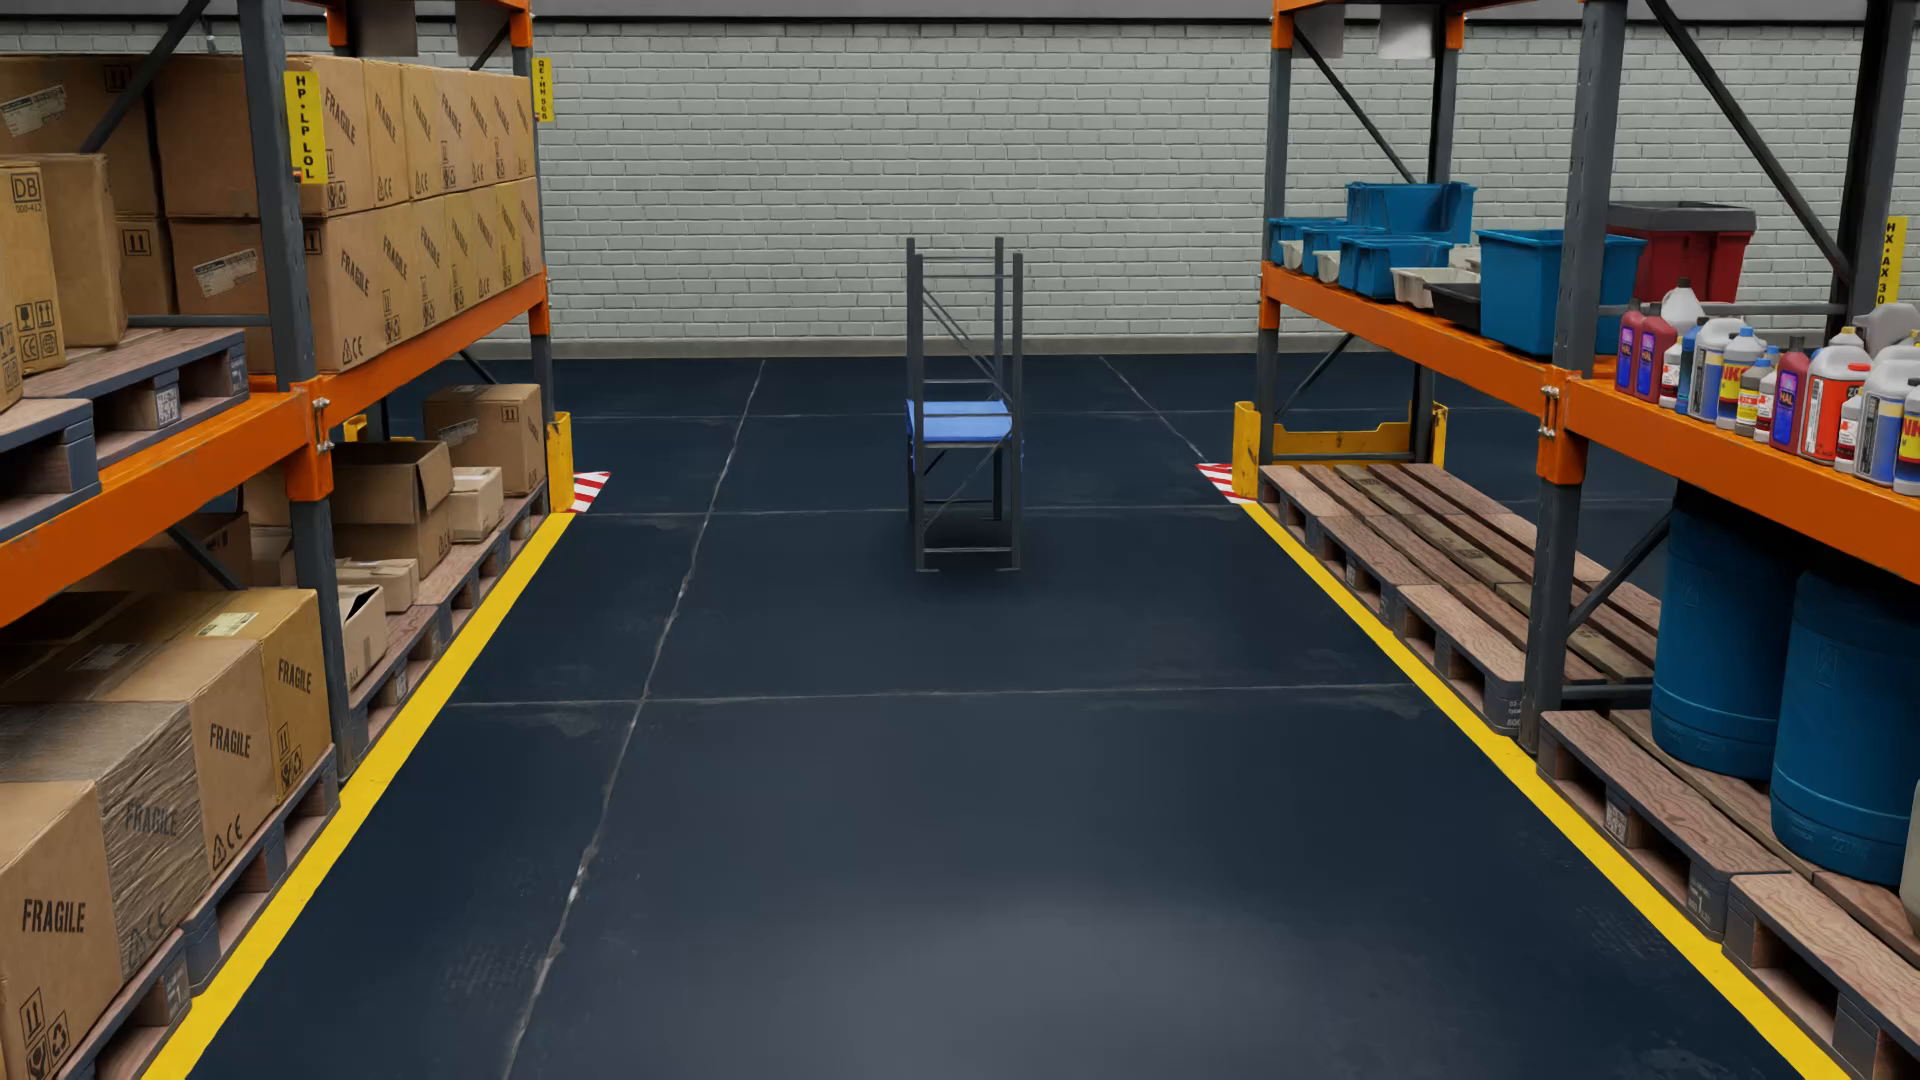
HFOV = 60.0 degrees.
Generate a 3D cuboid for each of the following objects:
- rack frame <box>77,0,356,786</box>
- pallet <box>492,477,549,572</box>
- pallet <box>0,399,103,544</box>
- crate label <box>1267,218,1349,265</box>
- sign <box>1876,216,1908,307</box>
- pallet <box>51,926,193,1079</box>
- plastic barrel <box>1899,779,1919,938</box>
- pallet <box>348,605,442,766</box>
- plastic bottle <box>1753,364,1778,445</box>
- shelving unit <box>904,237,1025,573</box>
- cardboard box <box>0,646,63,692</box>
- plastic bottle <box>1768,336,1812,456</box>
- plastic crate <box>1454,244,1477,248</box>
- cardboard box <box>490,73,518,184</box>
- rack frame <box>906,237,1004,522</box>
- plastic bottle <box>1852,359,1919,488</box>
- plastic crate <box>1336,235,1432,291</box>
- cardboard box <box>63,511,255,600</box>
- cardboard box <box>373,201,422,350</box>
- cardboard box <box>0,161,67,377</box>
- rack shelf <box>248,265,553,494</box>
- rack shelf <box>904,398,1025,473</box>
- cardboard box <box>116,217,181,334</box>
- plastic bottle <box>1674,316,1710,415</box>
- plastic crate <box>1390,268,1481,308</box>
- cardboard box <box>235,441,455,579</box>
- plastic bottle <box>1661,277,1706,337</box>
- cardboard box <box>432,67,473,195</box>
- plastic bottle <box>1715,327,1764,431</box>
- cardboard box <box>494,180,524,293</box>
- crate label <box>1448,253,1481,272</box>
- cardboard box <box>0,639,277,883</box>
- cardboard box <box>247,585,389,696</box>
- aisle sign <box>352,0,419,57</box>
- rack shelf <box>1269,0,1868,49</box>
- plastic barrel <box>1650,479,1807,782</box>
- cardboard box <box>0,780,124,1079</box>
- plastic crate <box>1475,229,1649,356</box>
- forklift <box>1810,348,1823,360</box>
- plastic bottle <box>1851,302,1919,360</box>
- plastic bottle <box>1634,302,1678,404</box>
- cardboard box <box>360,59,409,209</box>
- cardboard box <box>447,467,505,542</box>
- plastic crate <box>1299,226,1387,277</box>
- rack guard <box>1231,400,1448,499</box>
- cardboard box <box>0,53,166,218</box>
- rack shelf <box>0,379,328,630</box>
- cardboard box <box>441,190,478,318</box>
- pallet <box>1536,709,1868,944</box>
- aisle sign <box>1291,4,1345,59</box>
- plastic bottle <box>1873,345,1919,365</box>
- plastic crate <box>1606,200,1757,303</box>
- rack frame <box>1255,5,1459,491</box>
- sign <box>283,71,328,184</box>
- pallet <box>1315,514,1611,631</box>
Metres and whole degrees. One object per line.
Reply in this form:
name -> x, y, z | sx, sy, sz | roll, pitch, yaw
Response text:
rack frame -> -2.507, -0.661, 5.074 | 1.000, 3.000, 0.127 | -1, 14, -3
pallet -> -2.700, -0.088, 8.444 | 1.003, 0.211, 1.213 | -1, 14, -3
pallet -> -2.384, -0.056, 3.111 | 1.003, 0.211, 1.213 | -1, 14, -3
crate label -> 1.876, -1.612, 8.989 | 0.416, 0.233, 0.303 | -1, 14, -3
sign -> 2.986, -0.878, 5.365 | 0.100, 0.325, 0.005 | -1, 14, -3
pallet -> -2.340, 1.196, 3.456 | 1.003, 0.211, 1.213 | -1, 14, -3
plastic barrel -> 2.443, 0.719, 3.863 | 0.421, 0.512, 0.421 | 0, 14, 0
pallet -> -2.549, 0.519, 6.086 | 1.003, 0.211, 1.213 | -1, 14, -3
plastic bottle -> 2.100, -0.350, 4.267 | 0.097, 0.201, 0.097 | 0, 14, 0
shelving unit -> 0.005, -0.705, 8.257 | 0.538, 1.500, 1.048 | -1, 14, -3
cardboard box -> -2.676, 0.593, 4.334 | 0.500, 0.500, 0.500 | -1, 14, -3
plastic bottle -> 2.089, -0.361, 4.144 | 0.061, 0.283, 0.133 | -1, 14, -3
plastic crate -> 2.421, -1.432, 8.482 | 0.396, 0.136, 0.243 | -1, 14, -3
cardboard box -> -2.421, -1.956, 7.902 | 0.500, 0.500, 0.500 | 0, 14, -2
rack frame -> -0.026, -0.832, 8.748 | 0.500, 1.500, 0.032 | -1, 14, -3
plastic bottle -> 2.157, -0.267, 3.794 | 0.152, 0.276, 0.135 | -1, 14, -3
plastic crate -> 1.958, -1.285, 7.716 | 0.416, 0.233, 0.300 | -1, 14, -3
cardboard box -> -2.825, 0.200, 5.865 | 0.500, 0.500, 0.500 | -1, 14, -3
cardboard box -> -2.301, -0.967, 6.065 | 0.500, 0.500, 0.500 | -1, 14, -2
cardboard box -> -2.595, -0.621, 3.877 | 0.700, 0.500, 0.500 | 1, 14, 5
rack shelf -> -2.631, -0.810, 7.097 | 1.077, 0.370, 4.000 | -1, 14, -3
rack shelf -> 0.005, -0.531, 8.302 | 0.538, 0.185, 1.000 | -1, 14, -3
cardboard box -> -2.794, -0.829, 5.530 | 0.500, 0.500, 0.500 | -1, 14, -3
plastic bottle -> 2.074, -0.490, 4.670 | 0.097, 0.271, 0.097 | 0, 14, 0
plastic crate -> 2.029, -1.066, 7.058 | 0.293, 0.136, 0.466 | -1, 14, -3
cardboard box -> -2.628, -0.132, 7.146 | 0.797, 0.503, 0.637 | -1, 14, -3
plastic bottle -> 2.138, -0.610, 4.975 | 0.144, 0.351, 0.185 | -1, 14, -3
cardboard box -> -2.352, -1.699, 6.904 | 0.500, 0.500, 0.500 | 0, 14, -2
plastic bottle -> 2.088, -0.433, 4.446 | 0.097, 0.271, 0.097 | 0, 14, 0
cardboard box -> -2.420, -1.468, 8.010 | 0.500, 0.500, 0.500 | -1, 14, -3
crate label -> 2.466, -1.291, 7.933 | 0.396, 0.136, 0.243 | -1, 14, -3
cardboard box -> -2.168, 0.578, 4.393 | 0.500, 0.500, 0.500 | -1, 14, -3
cardboard box -> -2.317, 0.321, 5.773 | 0.500, 0.311, 0.500 | -1, 14, -3
aisle sign -> -3.052, -2.927, 8.665 | 0.394, 0.787, 0.004 | -1, 14, -3
rack shelf -> 2.313, -2.338, 7.017 | 1.077, 0.370, 4.000 | -1, 14, -3
plastic barrel -> 2.454, 0.212, 5.050 | 0.600, 0.901, 0.708 | -1, 14, -3
cardboard box -> -2.104, 0.829, 3.417 | 0.500, 0.500, 0.500 | -1, 14, -5
plastic crate -> 2.068, -0.868, 5.793 | 0.392, 0.384, 0.575 | -1, 14, -3
forklift -> 5.290, -1.078, 6.832 | 3.031, 2.935, 1.130 | 4, 15, 14
plastic bottle -> 2.784, -0.583, 5.022 | 0.152, 0.276, 0.135 | -1, 14, -3
plastic bottle -> 2.042, -0.549, 4.873 | 0.061, 0.283, 0.133 | -1, 14, -3
cardboard box -> -2.288, -1.443, 5.908 | 0.500, 0.500, 0.500 | -1, 14, -5
cardboard box -> -2.446, -0.169, 7.798 | 0.500, 0.250, 0.500 | -1, 14, -3
plastic crate -> 1.917, -1.449, 8.353 | 0.416, 0.233, 0.300 | -1, 14, -3
rack guard -> 2.175, -0.526, 9.568 | 1.175, 0.500, 0.348 | -1, 14, -3
cardboard box -> -2.797, -1.315, 5.410 | 0.500, 0.500, 0.500 | -1, 14, -3
rack shelf -> -2.383, 0.185, 3.231 | 1.077, 0.370, 4.000 | -1, 14, -3
cardboard box -> -2.363, -1.218, 7.041 | 0.500, 0.500, 0.500 | -1, 14, -4
pallet -> 2.443, 0.807, 4.967 | 1.003, 0.211, 1.213 | -1, 14, -3
aisle sign -> 1.888, -3.003, 8.962 | 0.394, 0.787, 0.004 | -1, 14, -3
plastic bottle -> 2.295, -0.327, 4.027 | 0.152, 0.276, 0.135 | -1, 14, -3
plastic crate -> 2.632, -1.022, 6.230 | 0.402, 0.464, 0.583 | -1, 14, -3
rack frame -> 2.189, -1.731, 9.234 | 1.000, 3.000, 0.127 | -1, 14, -3
sign -> -1.953, -1.231, 4.967 | 0.100, 0.325, 0.005 | -1, 14, -3
pallet -> 2.274, 0.128, 7.606 | 1.003, 0.211, 1.213 | -1, 14, -3
